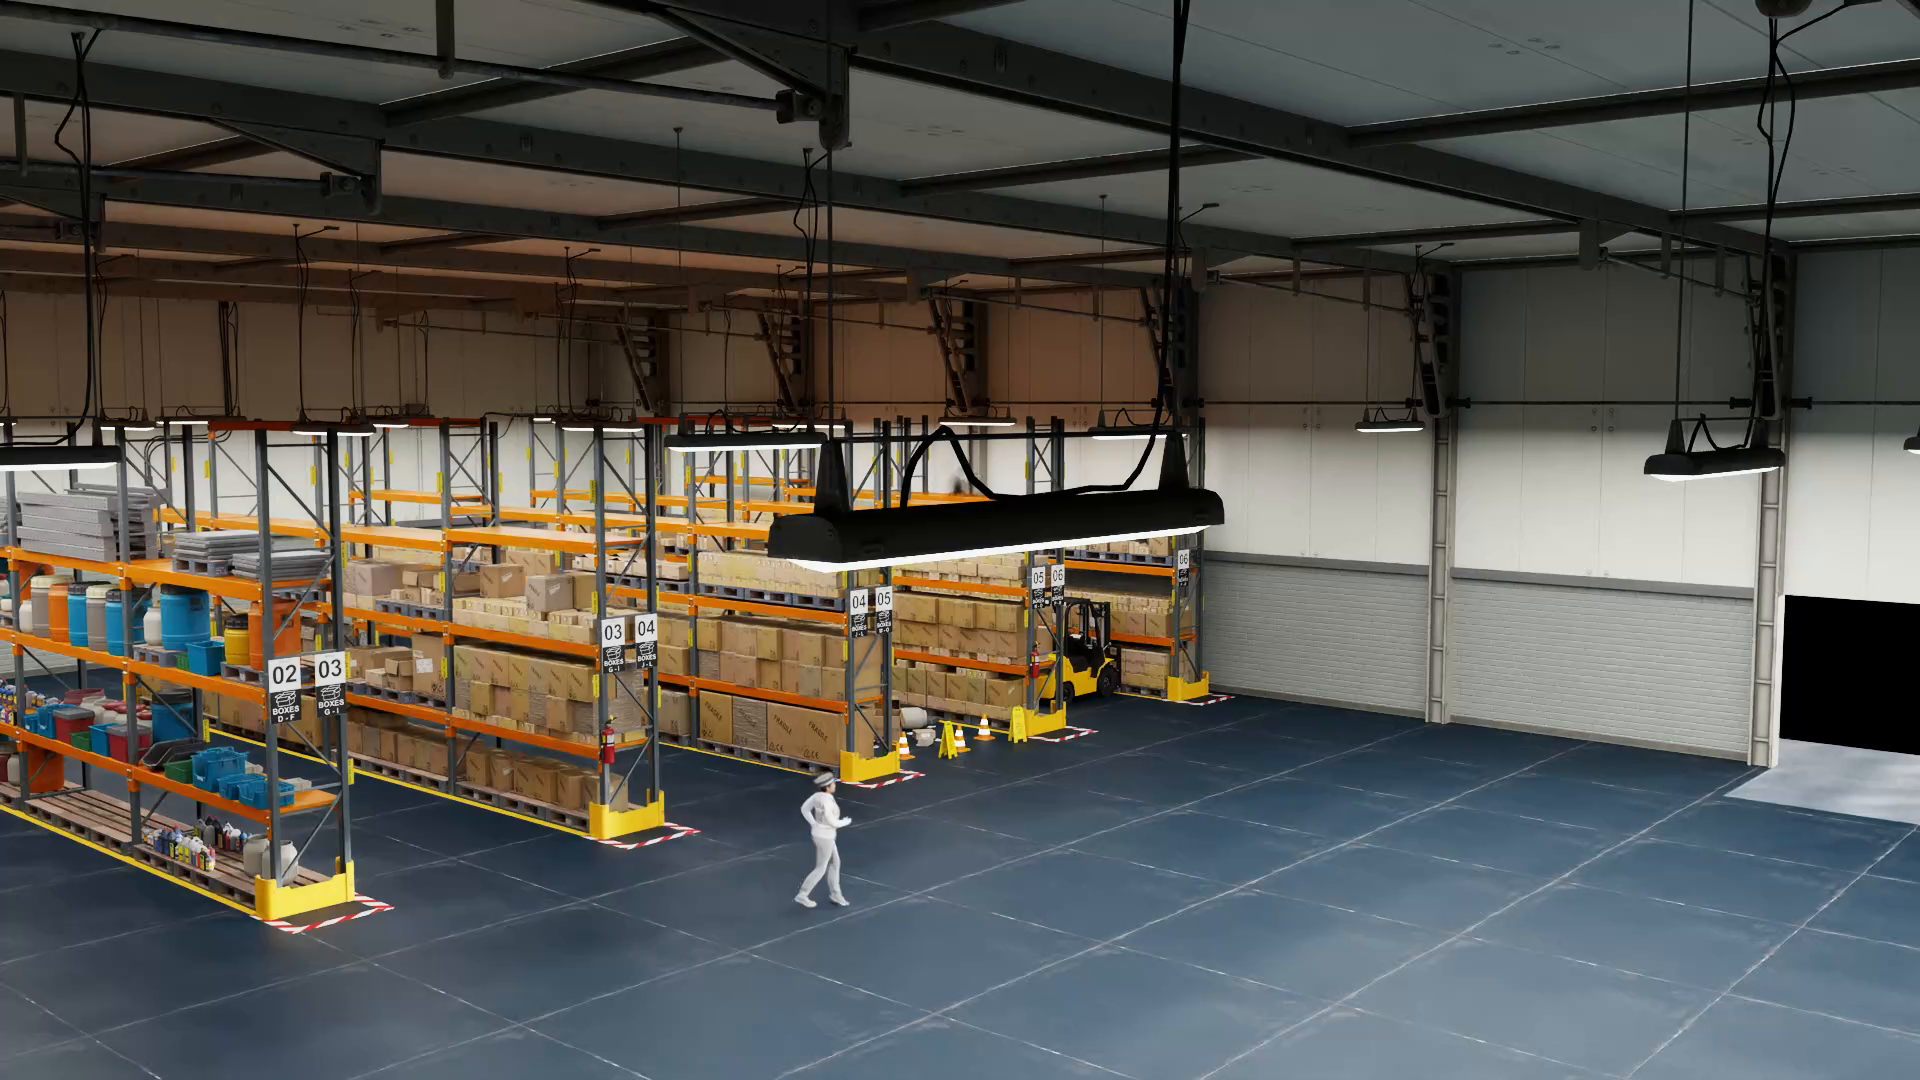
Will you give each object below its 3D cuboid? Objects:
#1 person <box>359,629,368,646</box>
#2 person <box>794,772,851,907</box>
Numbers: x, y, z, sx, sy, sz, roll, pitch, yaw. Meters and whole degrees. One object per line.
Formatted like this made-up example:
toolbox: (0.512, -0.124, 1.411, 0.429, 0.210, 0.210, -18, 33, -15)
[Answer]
person: (-14.132, 2.169, 39.938, 0.717, 1.722, 0.578, 4, 6, 40)
person: (-1.725, 3.775, 20.749, 0.751, 1.744, 0.626, -2, 5, -21)
